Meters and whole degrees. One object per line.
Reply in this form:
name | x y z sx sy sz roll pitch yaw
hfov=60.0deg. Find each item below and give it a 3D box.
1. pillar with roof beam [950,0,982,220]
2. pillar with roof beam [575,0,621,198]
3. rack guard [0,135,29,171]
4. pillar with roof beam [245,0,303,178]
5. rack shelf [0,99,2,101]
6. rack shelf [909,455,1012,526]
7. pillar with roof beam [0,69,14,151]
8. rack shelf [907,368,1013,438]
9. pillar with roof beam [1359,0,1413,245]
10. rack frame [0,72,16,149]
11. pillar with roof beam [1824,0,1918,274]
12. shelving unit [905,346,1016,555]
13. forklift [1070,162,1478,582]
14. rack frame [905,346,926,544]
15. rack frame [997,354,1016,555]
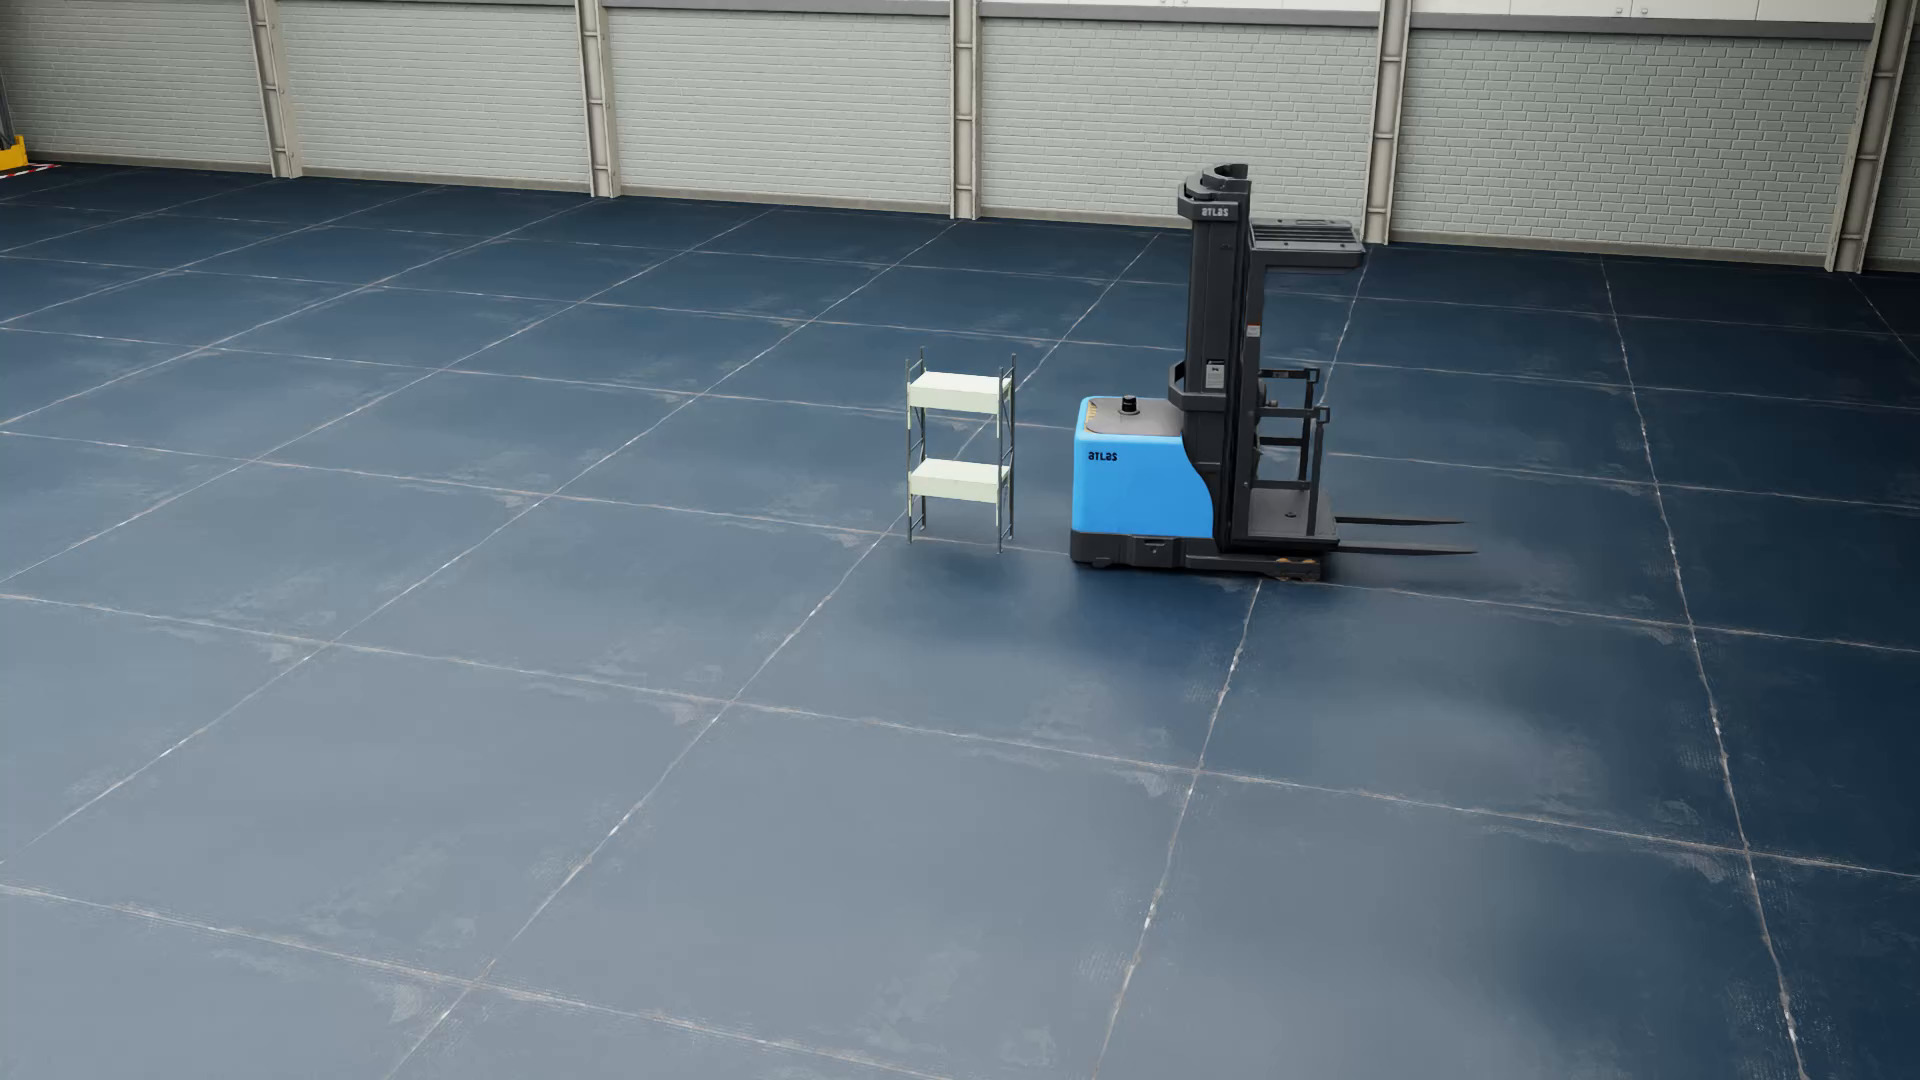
pillar with roof beam | -1.157 -7.456 19.495 0.400 9.000 9.100 7 23 16
pillar with roof beam | -6.902 -8.114 21.098 0.400 9.000 9.100 7 23 16
rack guard | -16.717 -6.655 28.741 0.348 0.500 1.175 7 23 16
pillar with roof beam | -12.646 -8.772 22.702 0.400 9.000 9.100 7 23 16
rack shelf | -18.655 -7.701 28.944 4.000 0.370 1.077 7 23 16
rack shelf | 0.006 -0.392 13.012 0.720 0.370 0.431 7 23 16
pillar with roof beam | -18.390 -9.429 24.305 0.400 9.000 9.100 7 23 16
rack shelf | 0.006 -1.054 12.741 0.720 0.370 0.431 7 23 16
pillar with roof beam | 4.587 -6.799 17.892 0.400 9.000 9.100 7 23 16
rack frame | -16.740 -7.814 28.273 0.127 3.000 1.000 7 23 16
pillar with roof beam | 10.331 -6.141 16.288 0.400 9.000 9.100 7 23 16
shelving unit | 0.006 -0.693 12.889 0.755 1.500 0.431 7 23 16
forklift | 2.391 -1.256 12.376 3.031 2.935 1.130 3 22 6
rack frame | -0.344 -0.733 12.986 0.023 1.500 0.400 7 23 16
rack frame | 0.357 -0.653 12.791 0.023 1.500 0.400 7 23 16
